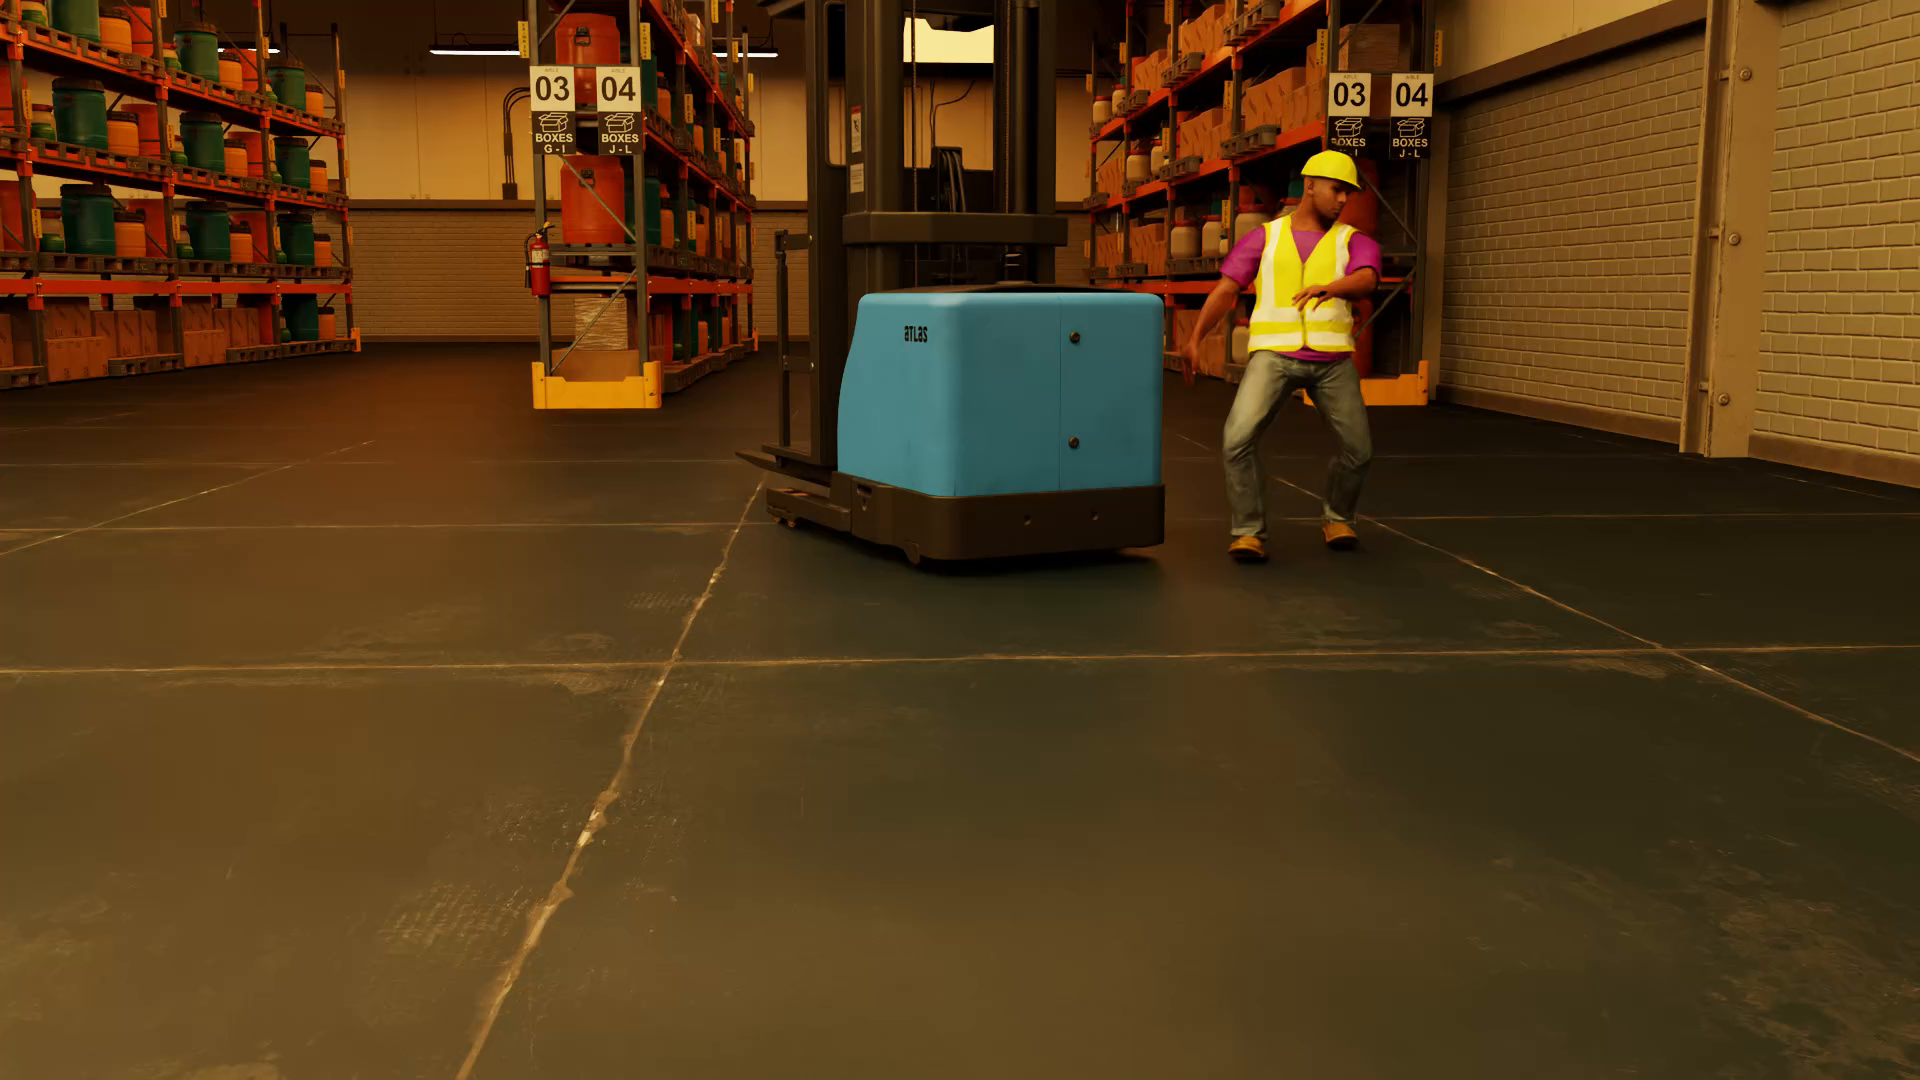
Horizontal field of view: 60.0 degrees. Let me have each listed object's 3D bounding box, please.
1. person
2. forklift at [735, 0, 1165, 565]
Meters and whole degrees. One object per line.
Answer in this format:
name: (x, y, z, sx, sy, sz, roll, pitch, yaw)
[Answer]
person: (1.303, -0.746, 6.747, 0.794, 1.659, 0.853, 0, 8, 3)
forklift: (-0.264, -1.530, 7.637, 1.130, 2.935, 3.031, -4, 9, -25)
